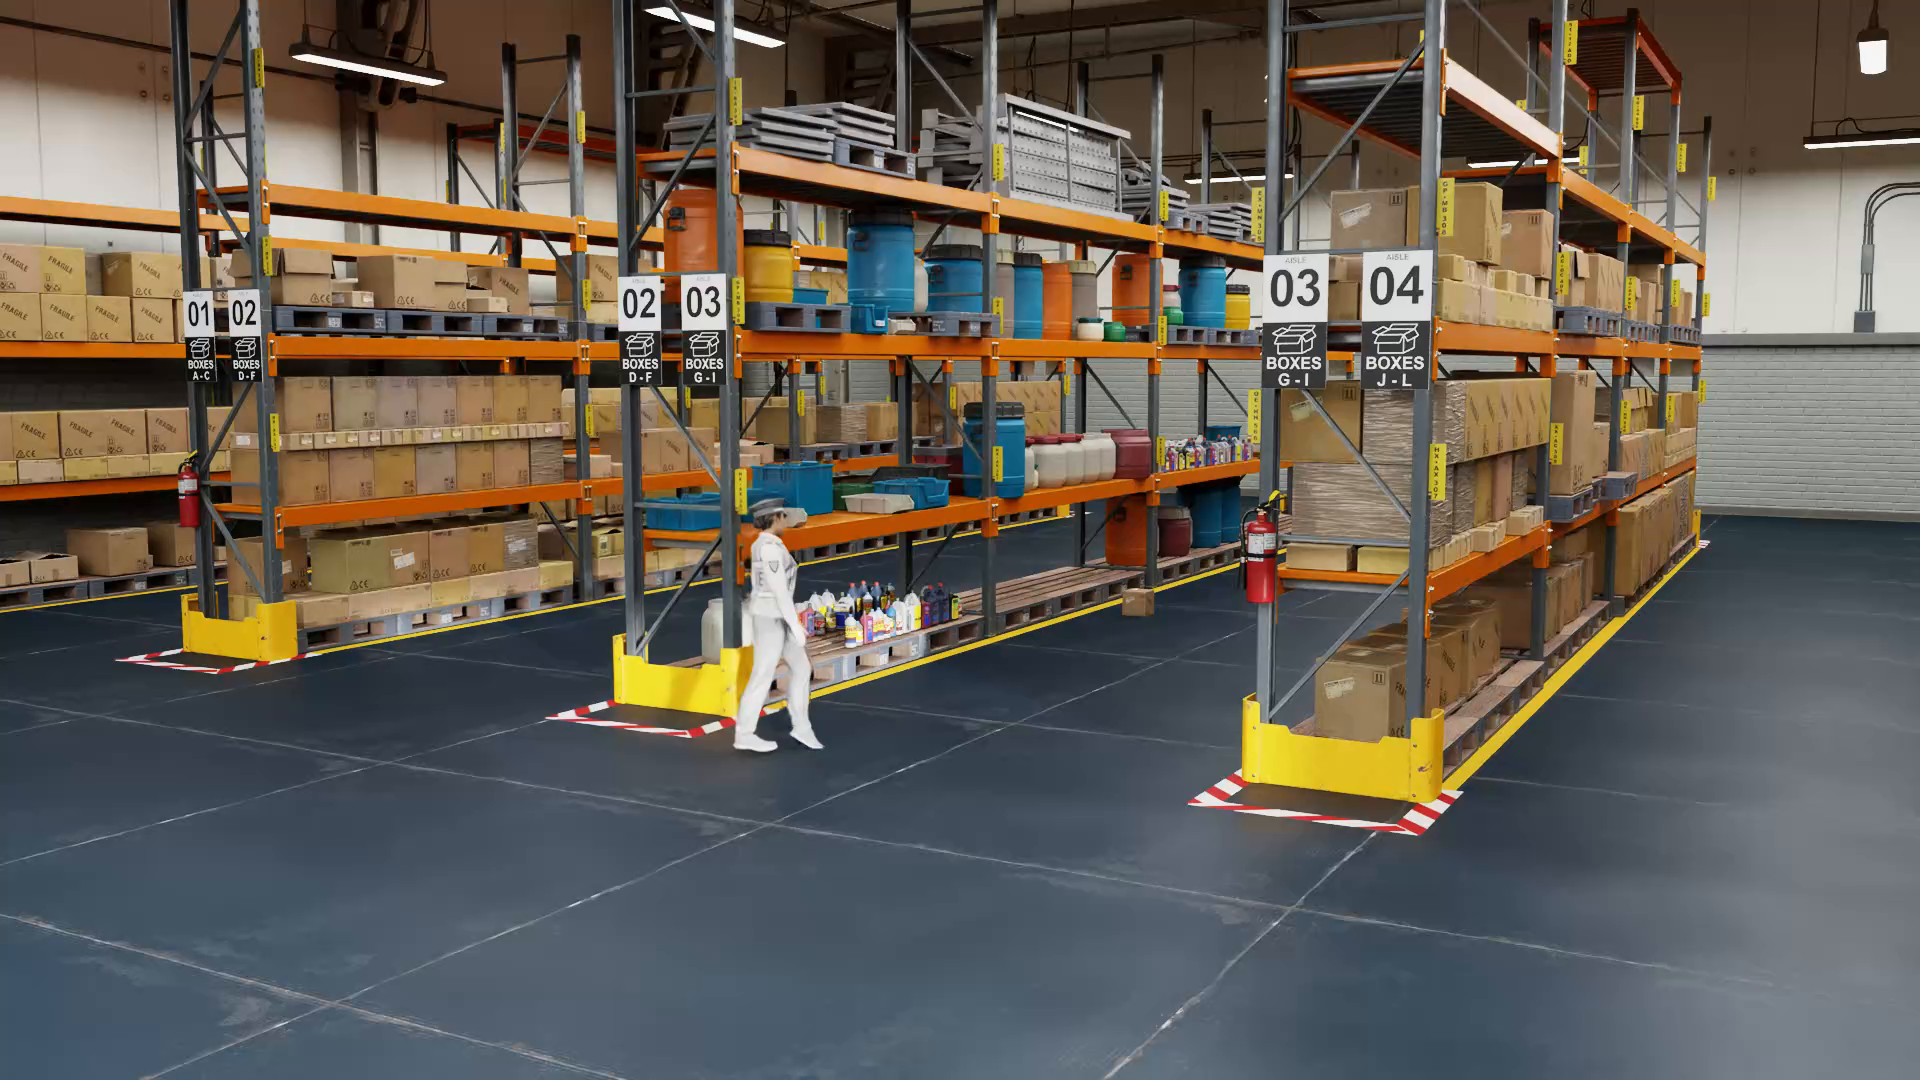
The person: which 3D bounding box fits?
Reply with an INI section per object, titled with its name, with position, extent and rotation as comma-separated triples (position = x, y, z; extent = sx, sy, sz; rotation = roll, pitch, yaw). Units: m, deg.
[person]
position = -1.198, 0.588, 10.982
extent = 0.623, 1.724, 0.599
rotation = -1, 6, -11
